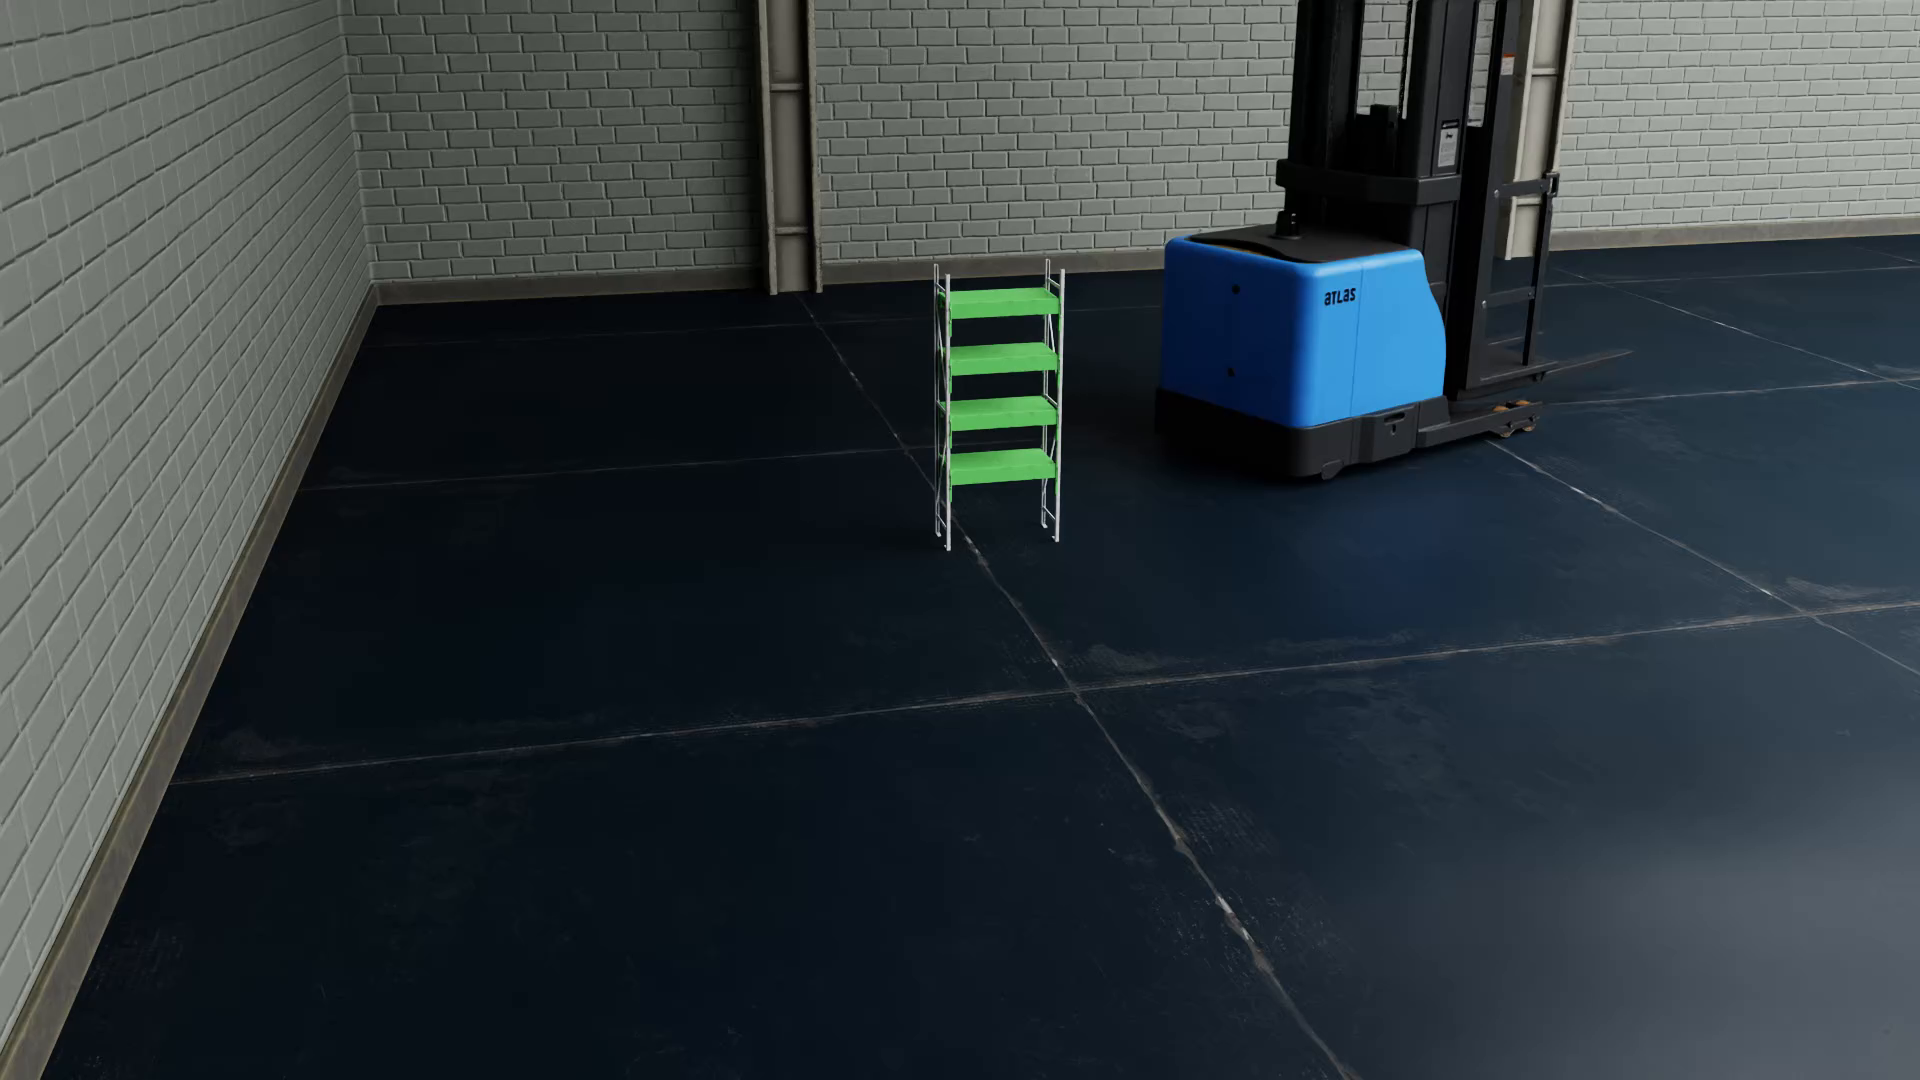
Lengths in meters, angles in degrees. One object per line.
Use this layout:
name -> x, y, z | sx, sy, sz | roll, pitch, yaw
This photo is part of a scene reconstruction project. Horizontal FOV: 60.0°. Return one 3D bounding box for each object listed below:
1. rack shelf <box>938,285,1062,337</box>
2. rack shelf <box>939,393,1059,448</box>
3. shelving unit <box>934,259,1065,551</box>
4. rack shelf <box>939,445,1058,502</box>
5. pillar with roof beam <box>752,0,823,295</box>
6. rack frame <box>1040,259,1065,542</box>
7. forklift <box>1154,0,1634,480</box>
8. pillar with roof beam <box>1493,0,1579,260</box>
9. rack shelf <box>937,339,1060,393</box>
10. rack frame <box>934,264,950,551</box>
rack shelf -> 0.161, -0.967, 7.001 | 0.480, 0.148, 0.258 | -5, 21, -12
rack shelf -> 0.161, -0.516, 7.166 | 0.480, 0.148, 0.258 | -5, 21, -12
shelving unit -> 0.161, -0.576, 7.144 | 0.503, 1.200, 0.258 | -5, 21, -12
rack shelf -> 0.161, -0.291, 7.248 | 0.480, 0.148, 0.258 | -5, 21, -12
pillar with roof beam -> -0.255, -4.657, 6.946 | 0.400, 9.000, 9.100 | -5, 21, -12
rack frame -> 0.399, -0.596, 7.197 | 0.015, 1.200, 0.240 | -5, 21, -12
forklift -> 2.500, -2.048, 8.644 | 3.031, 2.935, 1.130 | -14, 24, -34
pillar with roof beam -> 5.584, -5.132, 8.243 | 0.400, 9.000, 9.100 | -5, 21, -12
rack shelf -> 0.161, -0.742, 7.083 | 0.480, 0.148, 0.258 | -5, 21, -12
rack frame -> -0.076, -0.557, 7.091 | 0.015, 1.200, 0.240 | -5, 21, -12
